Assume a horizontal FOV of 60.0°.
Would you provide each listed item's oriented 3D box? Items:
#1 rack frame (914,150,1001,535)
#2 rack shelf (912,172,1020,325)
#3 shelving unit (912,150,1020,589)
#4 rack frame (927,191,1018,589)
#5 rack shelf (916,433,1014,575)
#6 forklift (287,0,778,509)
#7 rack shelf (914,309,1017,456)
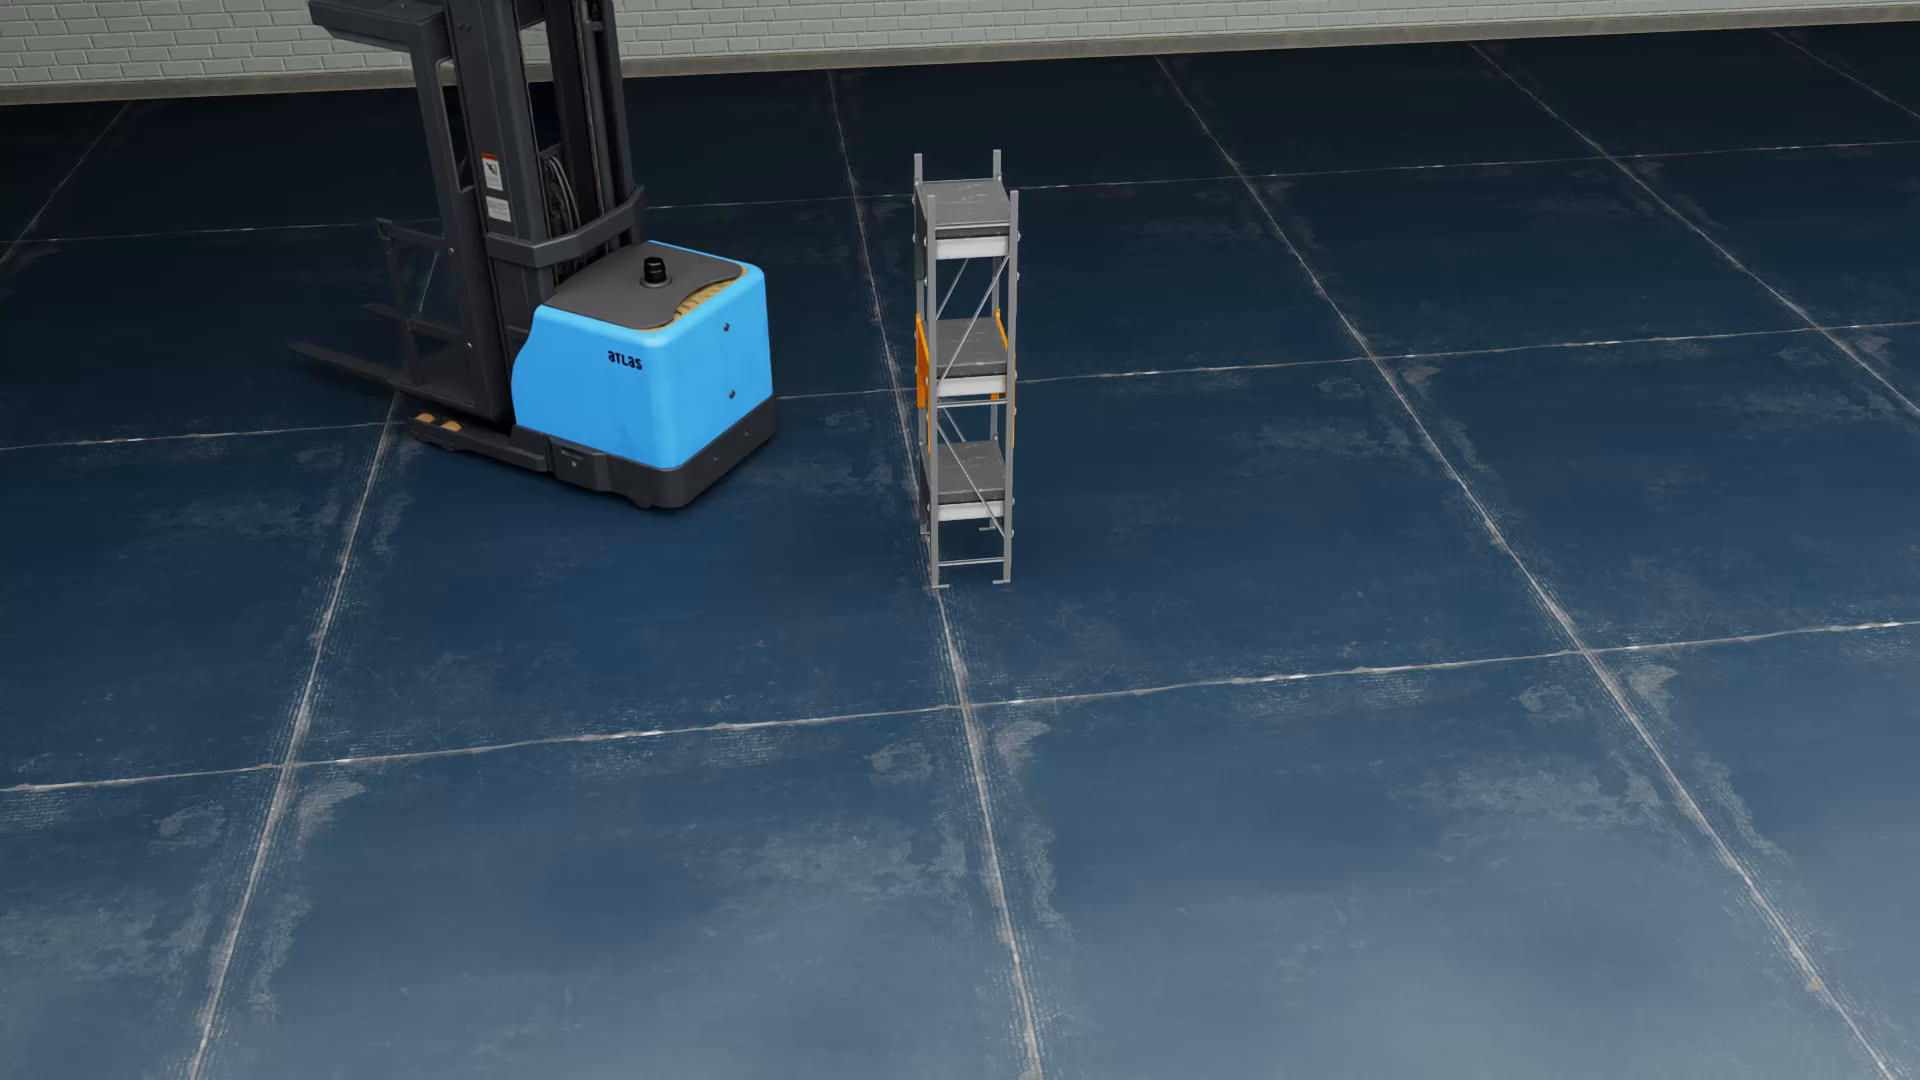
[{"bbox_3d":[-0.011,-0.911,8.223,0.400,2.100,0.015,-4,35,-6],"label":"rack frame"},{"bbox_3d":[0.022,-1.342,7.637,0.431,0.518,0.480,-4,35,-6],"label":"rack shelf"},{"bbox_3d":[0.022,-0.775,8.023,0.431,2.100,0.503,-4,35,-6],"label":"shelving unit"},{"bbox_3d":[0.055,-0.639,7.823,0.400,2.100,0.015,-4,35,-6],"label":"rack frame"},{"bbox_3d":[0.022,-0.186,8.425,0.431,0.518,0.480,-4,35,-6],"label":"rack shelf"},{"bbox_3d":[-2.590,-1.963,9.028,3.031,2.935,1.130,17,38,23],"label":"forklift"},{"bbox_3d":[0.022,-0.764,8.031,0.431,0.518,0.480,-4,35,-6],"label":"rack shelf"}]
